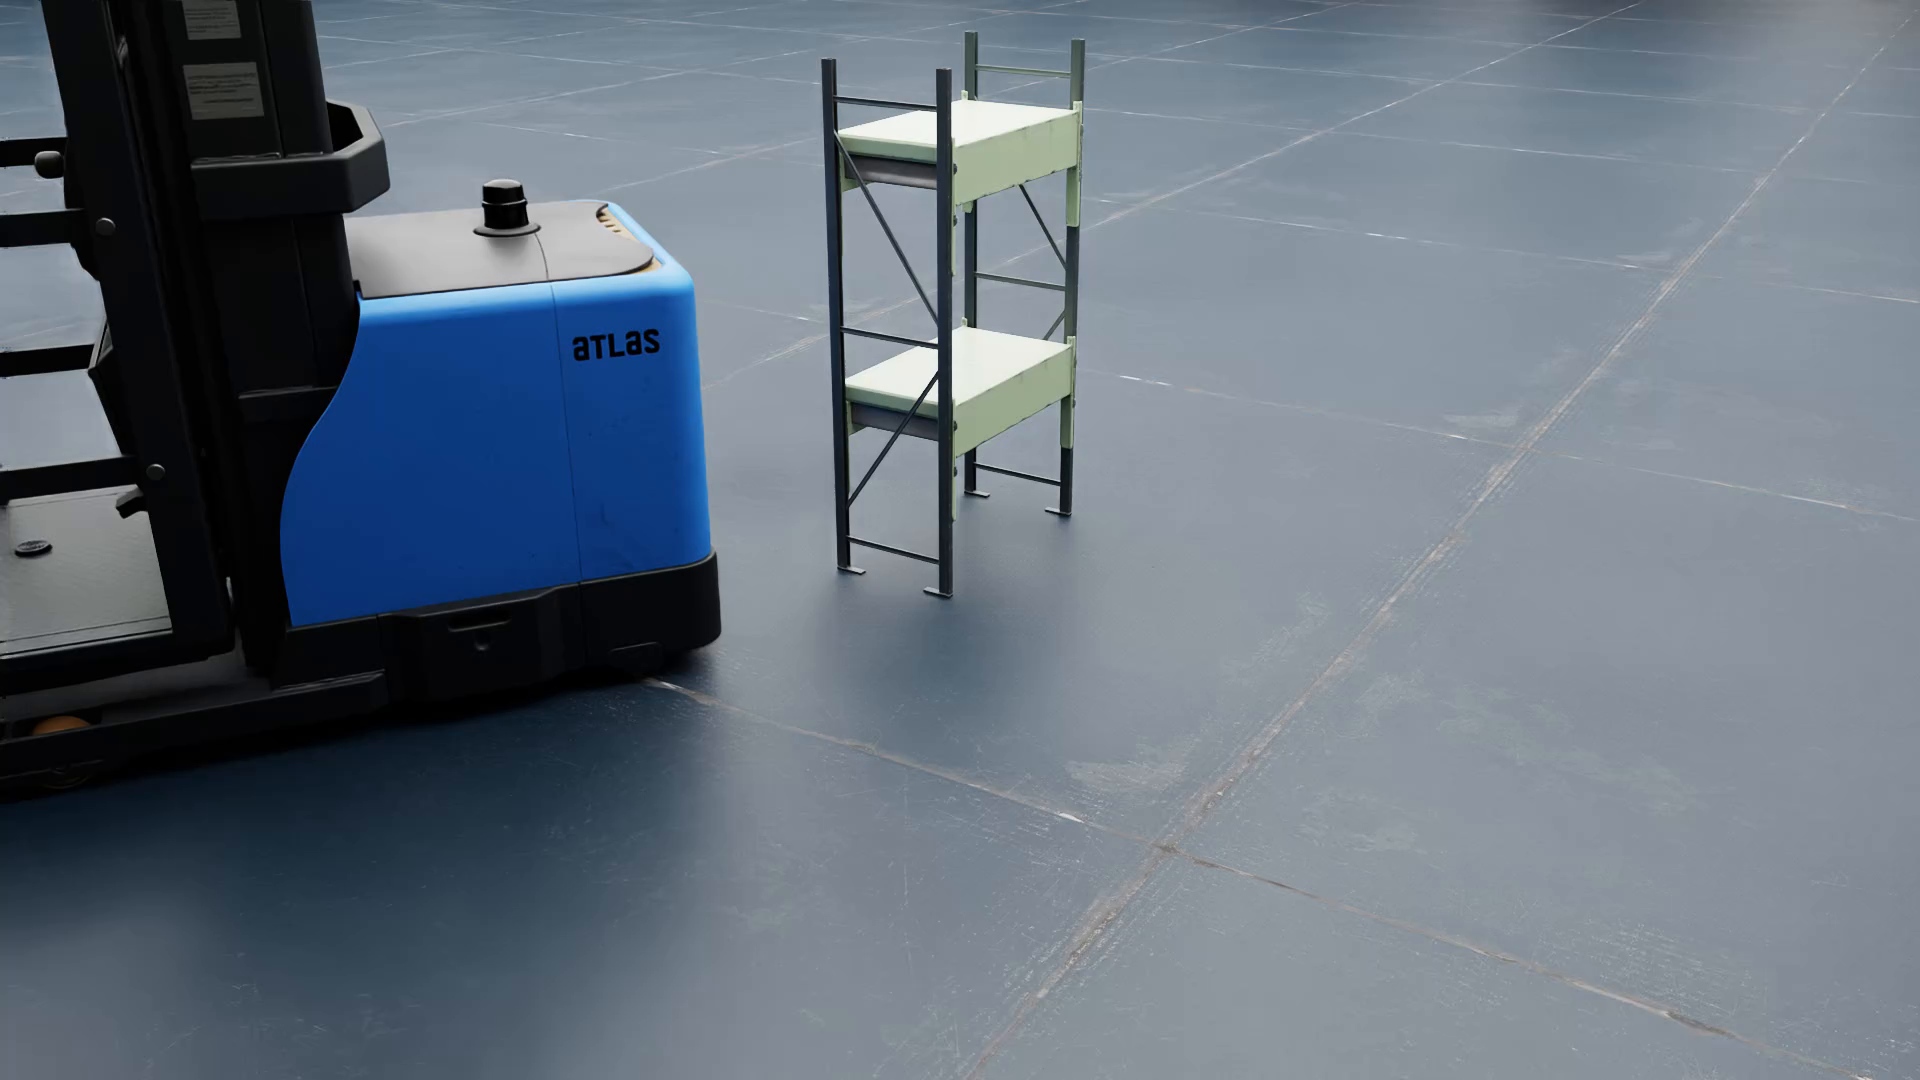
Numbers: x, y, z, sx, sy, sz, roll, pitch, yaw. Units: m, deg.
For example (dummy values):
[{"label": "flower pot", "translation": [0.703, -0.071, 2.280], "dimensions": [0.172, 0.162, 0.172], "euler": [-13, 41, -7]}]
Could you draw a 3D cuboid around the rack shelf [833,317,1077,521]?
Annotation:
[{"label": "rack shelf", "translation": [-0.004, -0.387, 5.076], "dimensions": [0.431, 0.370, 0.720], "euler": [14, 27, 29]}]

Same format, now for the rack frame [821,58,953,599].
[{"label": "rack frame", "translation": [-0.197, -0.562, 4.661], "dimensions": [0.400, 1.500, 0.023], "euler": [14, 27, 29]}]

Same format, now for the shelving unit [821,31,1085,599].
[{"label": "shelving unit", "translation": [-0.004, -0.686, 4.947], "dimensions": [0.431, 1.500, 0.755], "euler": [14, 27, 29]}]

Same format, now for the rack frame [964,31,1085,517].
[{"label": "rack frame", "translation": [0.190, -0.810, 5.232], "dimensions": [0.400, 1.500, 0.023], "euler": [14, 27, 29]}]

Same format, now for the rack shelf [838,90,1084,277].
[{"label": "rack shelf", "translation": [-0.003, -1.044, 4.792], "dimensions": [0.431, 0.370, 0.720], "euler": [14, 27, 29]}]

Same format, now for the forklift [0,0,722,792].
[{"label": "forklift", "translation": [-2.213, -0.970, 3.801], "dimensions": [3.031, 2.935, 1.130], "euler": [-9, 25, -20]}]
